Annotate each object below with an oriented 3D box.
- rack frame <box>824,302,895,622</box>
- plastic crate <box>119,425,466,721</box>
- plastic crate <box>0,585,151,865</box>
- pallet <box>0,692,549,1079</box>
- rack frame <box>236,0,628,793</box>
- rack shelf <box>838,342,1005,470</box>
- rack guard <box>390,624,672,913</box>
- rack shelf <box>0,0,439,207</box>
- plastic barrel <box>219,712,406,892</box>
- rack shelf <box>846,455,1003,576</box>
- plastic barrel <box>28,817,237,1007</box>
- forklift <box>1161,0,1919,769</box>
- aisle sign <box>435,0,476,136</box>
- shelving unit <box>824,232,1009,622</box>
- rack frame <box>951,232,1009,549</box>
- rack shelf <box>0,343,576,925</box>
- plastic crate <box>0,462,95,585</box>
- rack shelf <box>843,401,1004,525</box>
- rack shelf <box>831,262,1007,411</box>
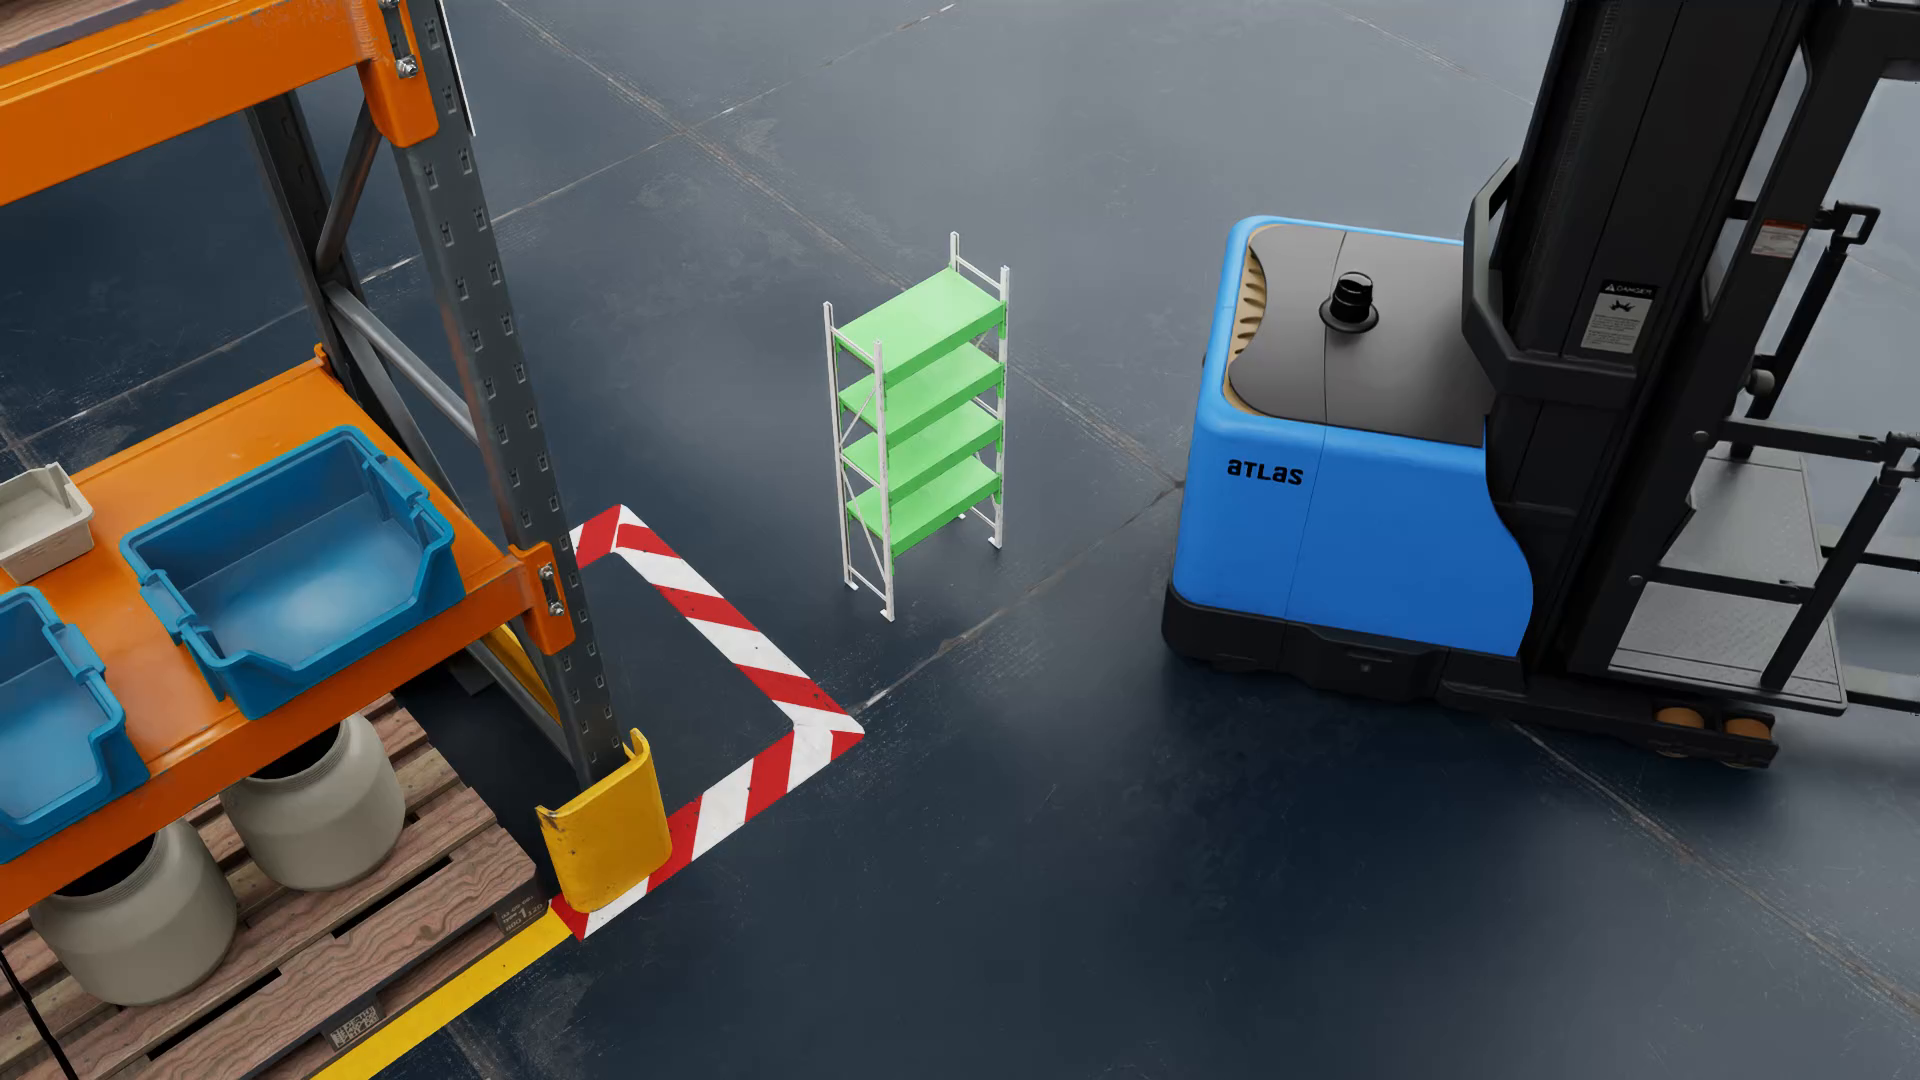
[{"bbox_3d":[-0.303,-0.204,5.122,0.015,1.200,0.240,-34,56,-27],"label":"rack frame"},{"bbox_3d":[-1.486,0.067,3.748,0.616,0.251,0.499,-34,56,-27],"label":"plastic crate"},{"bbox_3d":[-1.970,0.385,3.455,0.408,0.251,0.499,-34,56,-27],"label":"plastic crate"},{"bbox_3d":[-1.946,1.014,4.671,1.213,0.211,1.003,-34,56,-27],"label":"pallet"},{"bbox_3d":[-1.317,-0.394,4.072,0.127,3.000,1.000,-34,56,-27],"label":"rack frame"},{"bbox_3d":[-0.122,-0.444,5.104,0.480,0.148,0.258,-34,56,-27],"label":"rack shelf"},{"bbox_3d":[-1.341,0.517,4.933,0.348,0.500,1.175,-34,56,-27],"label":"rack guard"},{"bbox_3d":[-2.797,-0.178,2.322,4.000,0.370,1.077,-34,56,-27],"label":"rack shelf"},{"bbox_3d":[-1.752,0.674,4.494,0.421,0.512,0.421,0,47,0],"label":"plastic barrel"},{"bbox_3d":[-0.122,-0.119,5.457,0.480,0.148,0.258,-34,56,-27],"label":"rack shelf"},{"bbox_3d":[-2.123,0.922,4.265,0.421,0.512,0.421,0,47,0],"label":"plastic barrel"},{"bbox_3d":[2.224,-0.724,4.423,3.031,2.935,1.130,9,48,8],"label":"forklift"},{"bbox_3d":[-1.064,-1.149,3.001,0.004,0.787,0.394,-34,56,-27],"label":"aisle sign"},{"bbox_3d":[-0.122,-0.325,5.234,0.503,1.200,0.258,-34,56,-27],"label":"shelving unit"},{"bbox_3d":[0.058,-0.446,5.345,0.015,1.200,0.240,-34,56,-27],"label":"rack frame"},{"bbox_3d":[-2.797,0.839,3.424,4.000,0.370,1.077,-34,56,-27],"label":"rack shelf"},{"bbox_3d":[-2.195,-0.037,3.922,0.250,0.136,0.298,-34,56,-27],"label":"plastic crate"},{"bbox_3d":[-0.122,-0.282,5.280,0.480,0.148,0.258,-34,56,-27],"label":"rack shelf"},{"bbox_3d":[-0.122,-0.607,4.928,0.480,0.148,0.258,-34,56,-27],"label":"rack shelf"}]
